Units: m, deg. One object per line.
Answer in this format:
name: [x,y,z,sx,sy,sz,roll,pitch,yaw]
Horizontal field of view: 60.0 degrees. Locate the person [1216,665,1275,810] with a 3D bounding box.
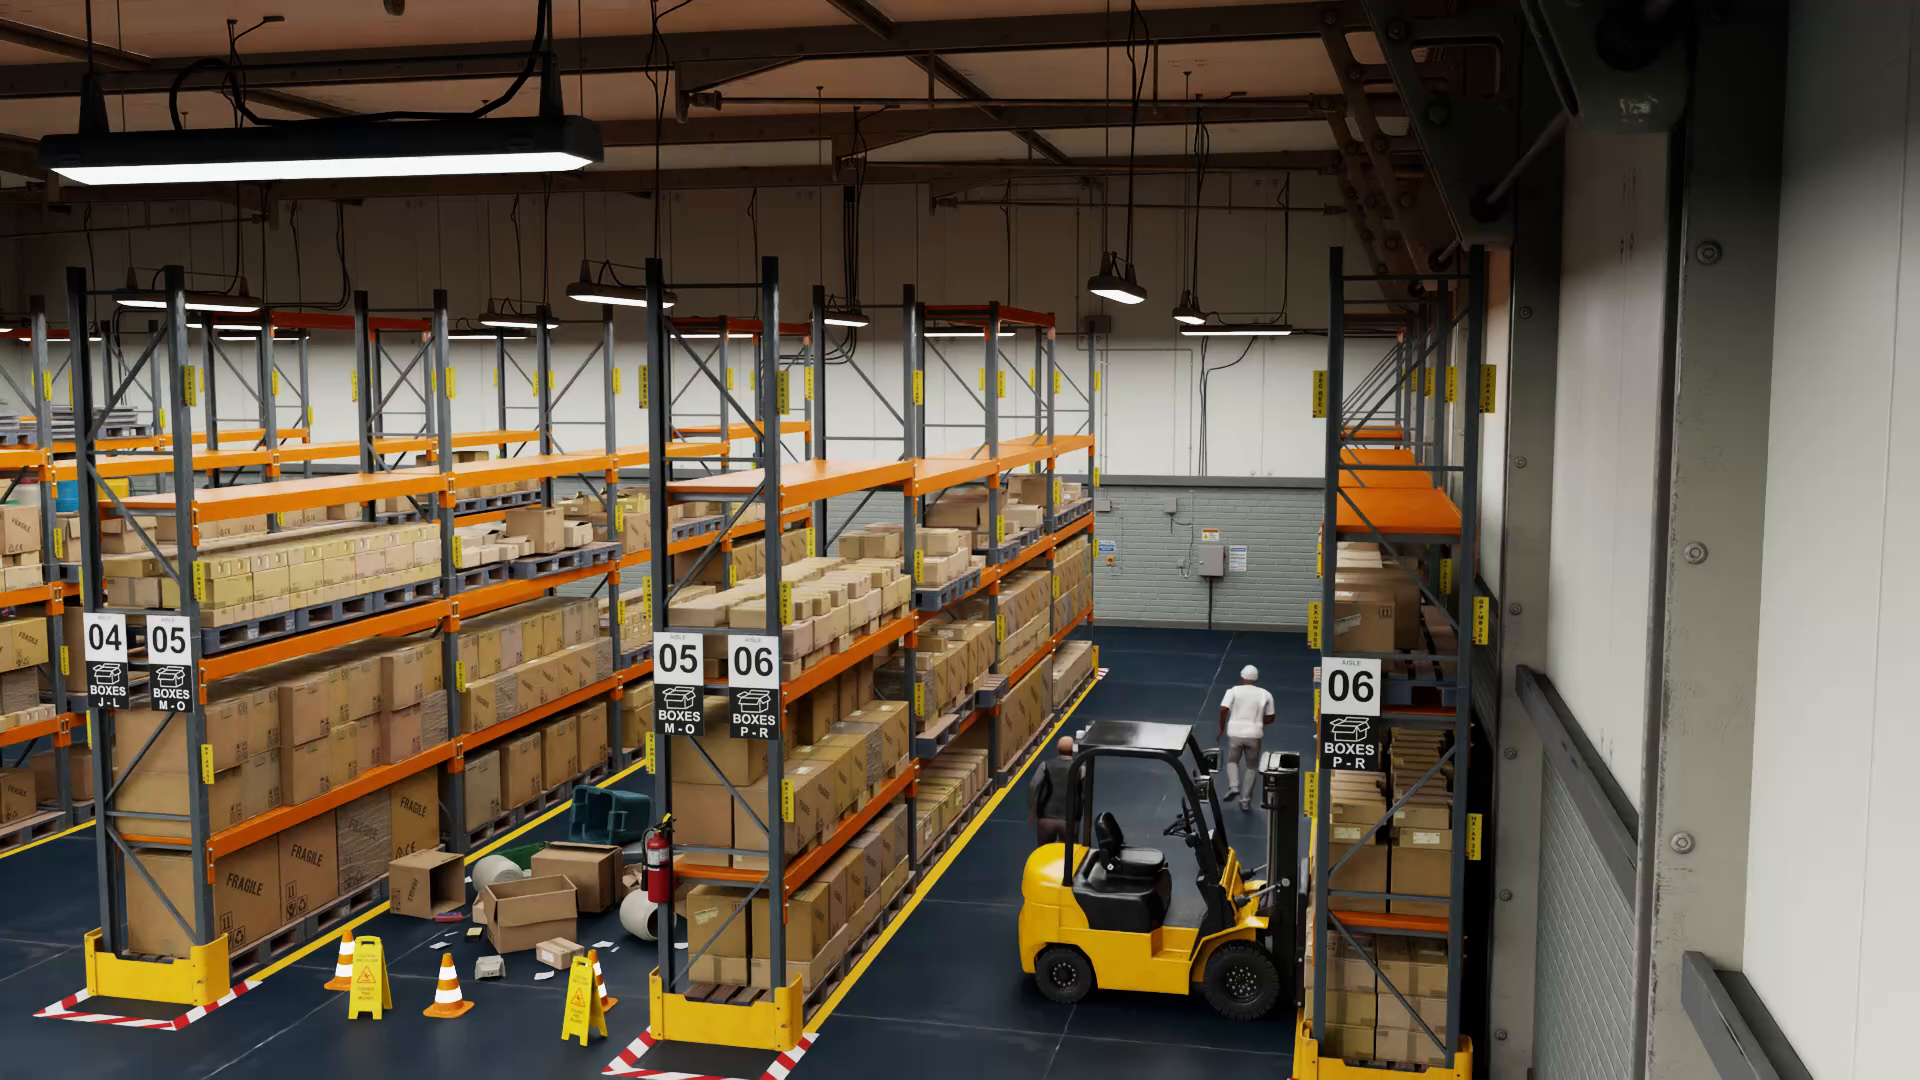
person: [3.410,2.336,19.890,0.674,1.664,0.772,2,6,15]

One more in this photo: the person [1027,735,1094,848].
person: [0.981,2.729,16.215,0.621,1.620,0.746,1,6,14]
